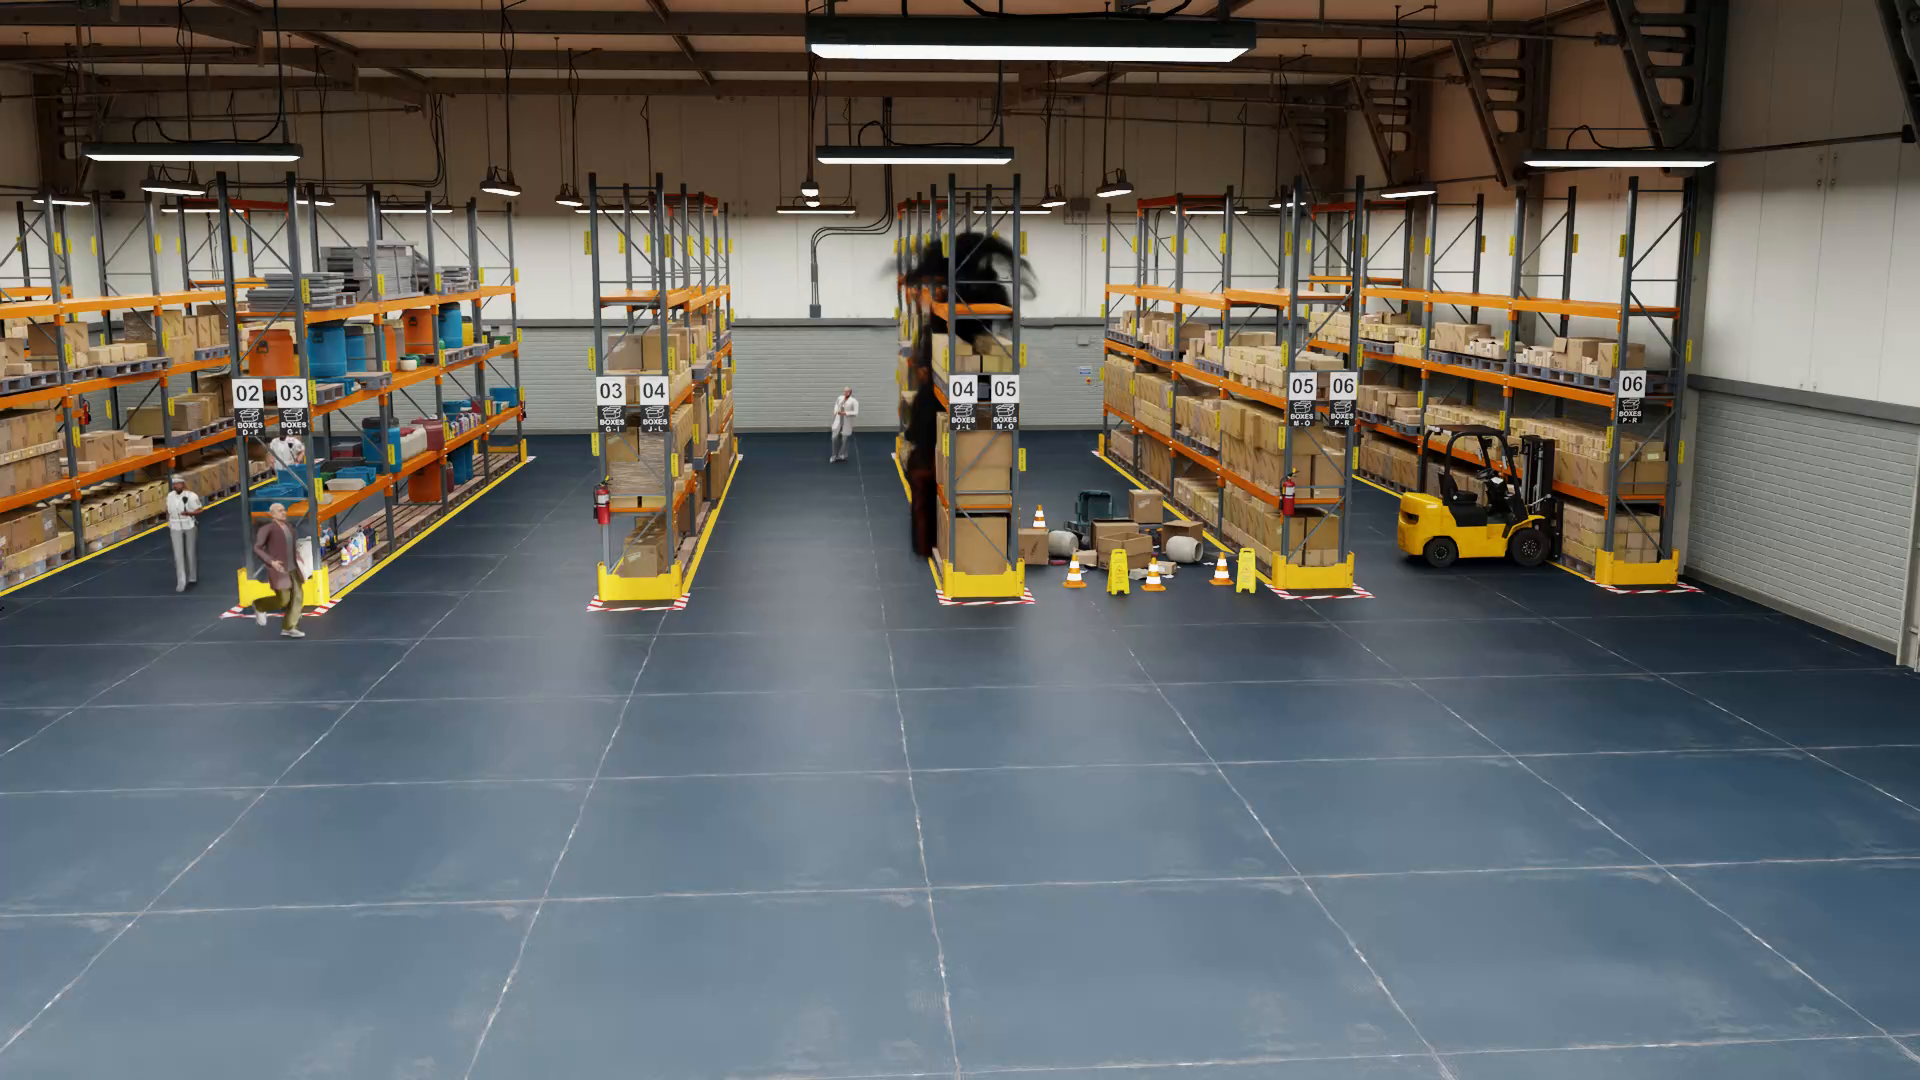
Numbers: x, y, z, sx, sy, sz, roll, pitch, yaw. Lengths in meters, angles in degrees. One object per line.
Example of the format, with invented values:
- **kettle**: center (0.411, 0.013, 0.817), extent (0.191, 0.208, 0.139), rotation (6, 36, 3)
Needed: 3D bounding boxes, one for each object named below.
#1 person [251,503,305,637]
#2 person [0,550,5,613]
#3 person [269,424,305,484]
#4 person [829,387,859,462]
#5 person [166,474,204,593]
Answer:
- **person**: center (-8.826, 0.383, 21.586), extent (0.797, 1.742, 0.716), rotation (4, 11, 21)
- **person**: center (-12.246, 0.722, 20.810), extent (0.591, 1.321, 0.525), rotation (2, 10, 12)
- **person**: center (-12.648, -1.331, 31.196), extent (0.638, 1.737, 0.586), rotation (-1, 10, -7)
- **person**: center (-2.674, -2.700, 39.074), extent (0.722, 1.787, 0.740), rotation (3, 10, 17)
- **person**: center (-11.460, -0.125, 24.593), extent (0.530, 1.753, 0.771), rotation (-3, 10, -14)
